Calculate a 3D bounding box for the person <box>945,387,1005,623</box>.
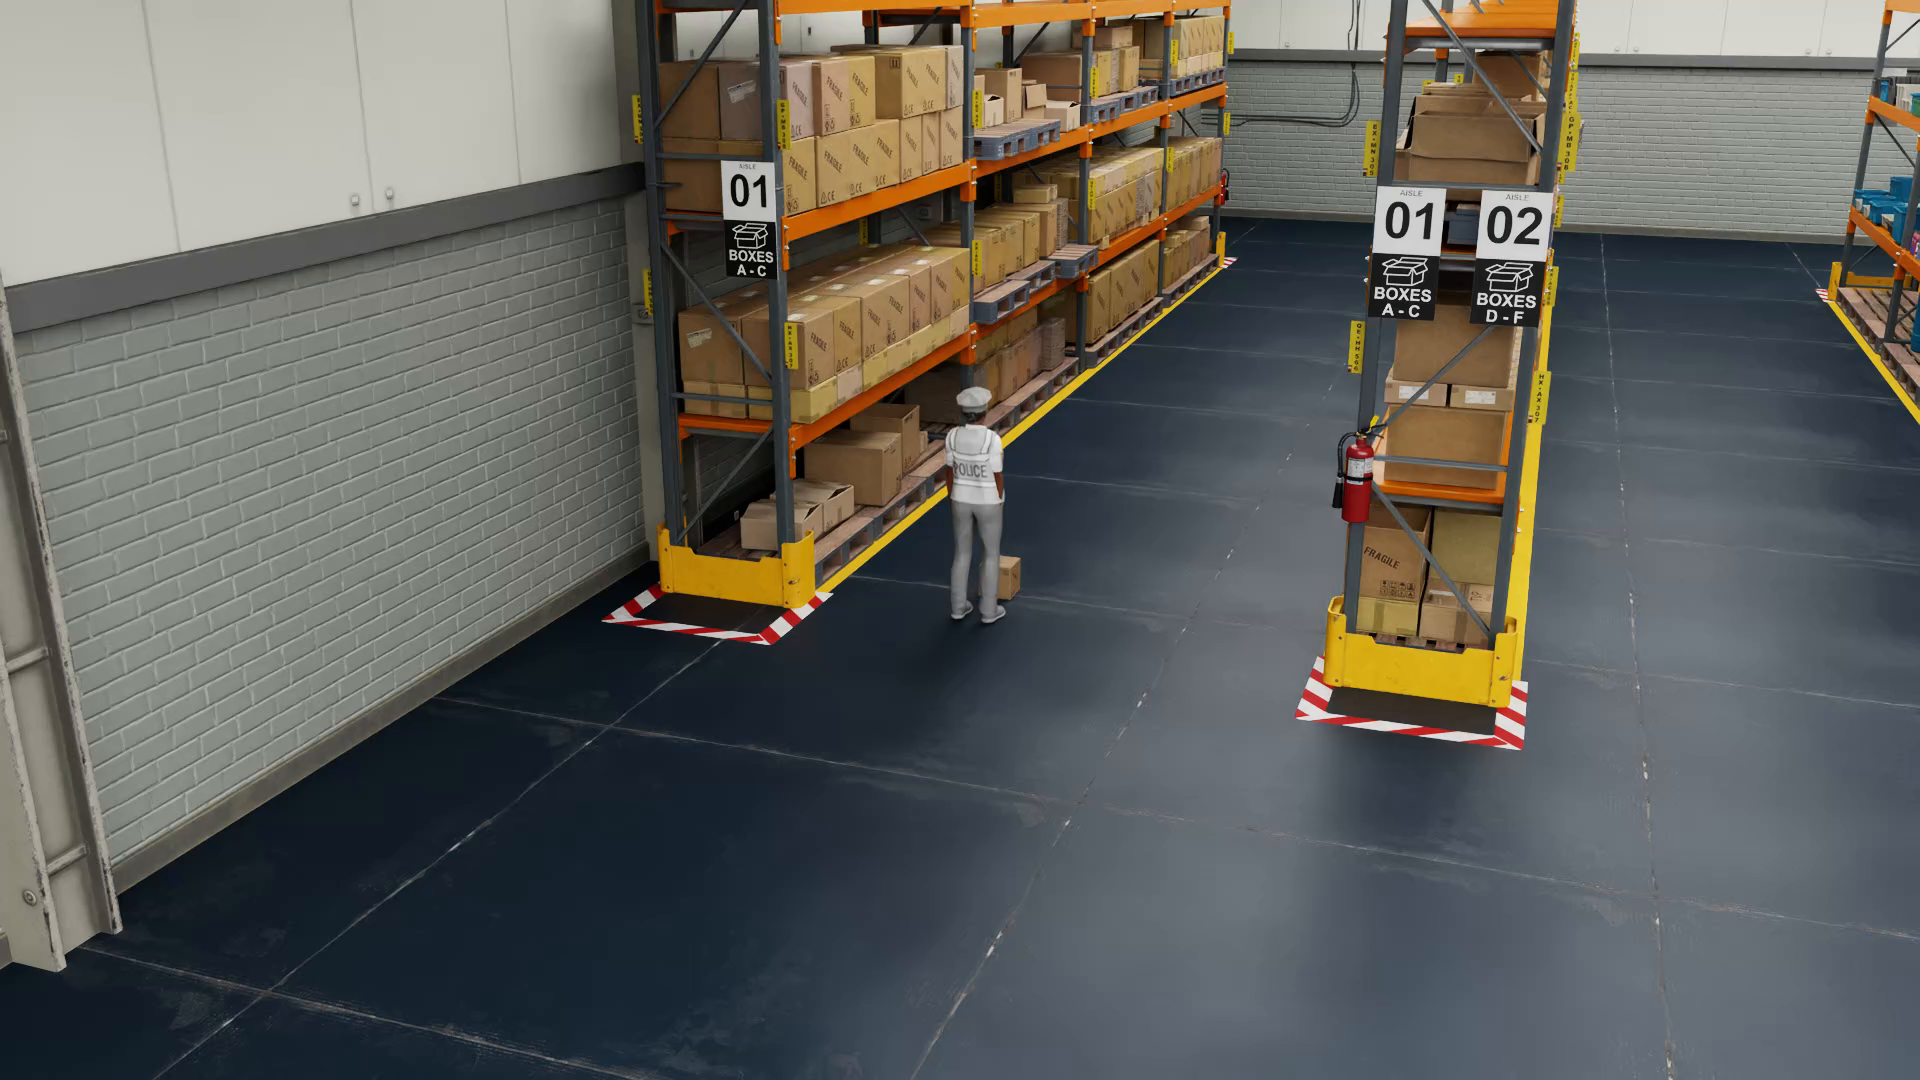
[{"bbox_3d":[0.112,-0.249,11.774,0.435,1.680,0.339,7,20,20],"label":"person"}]
